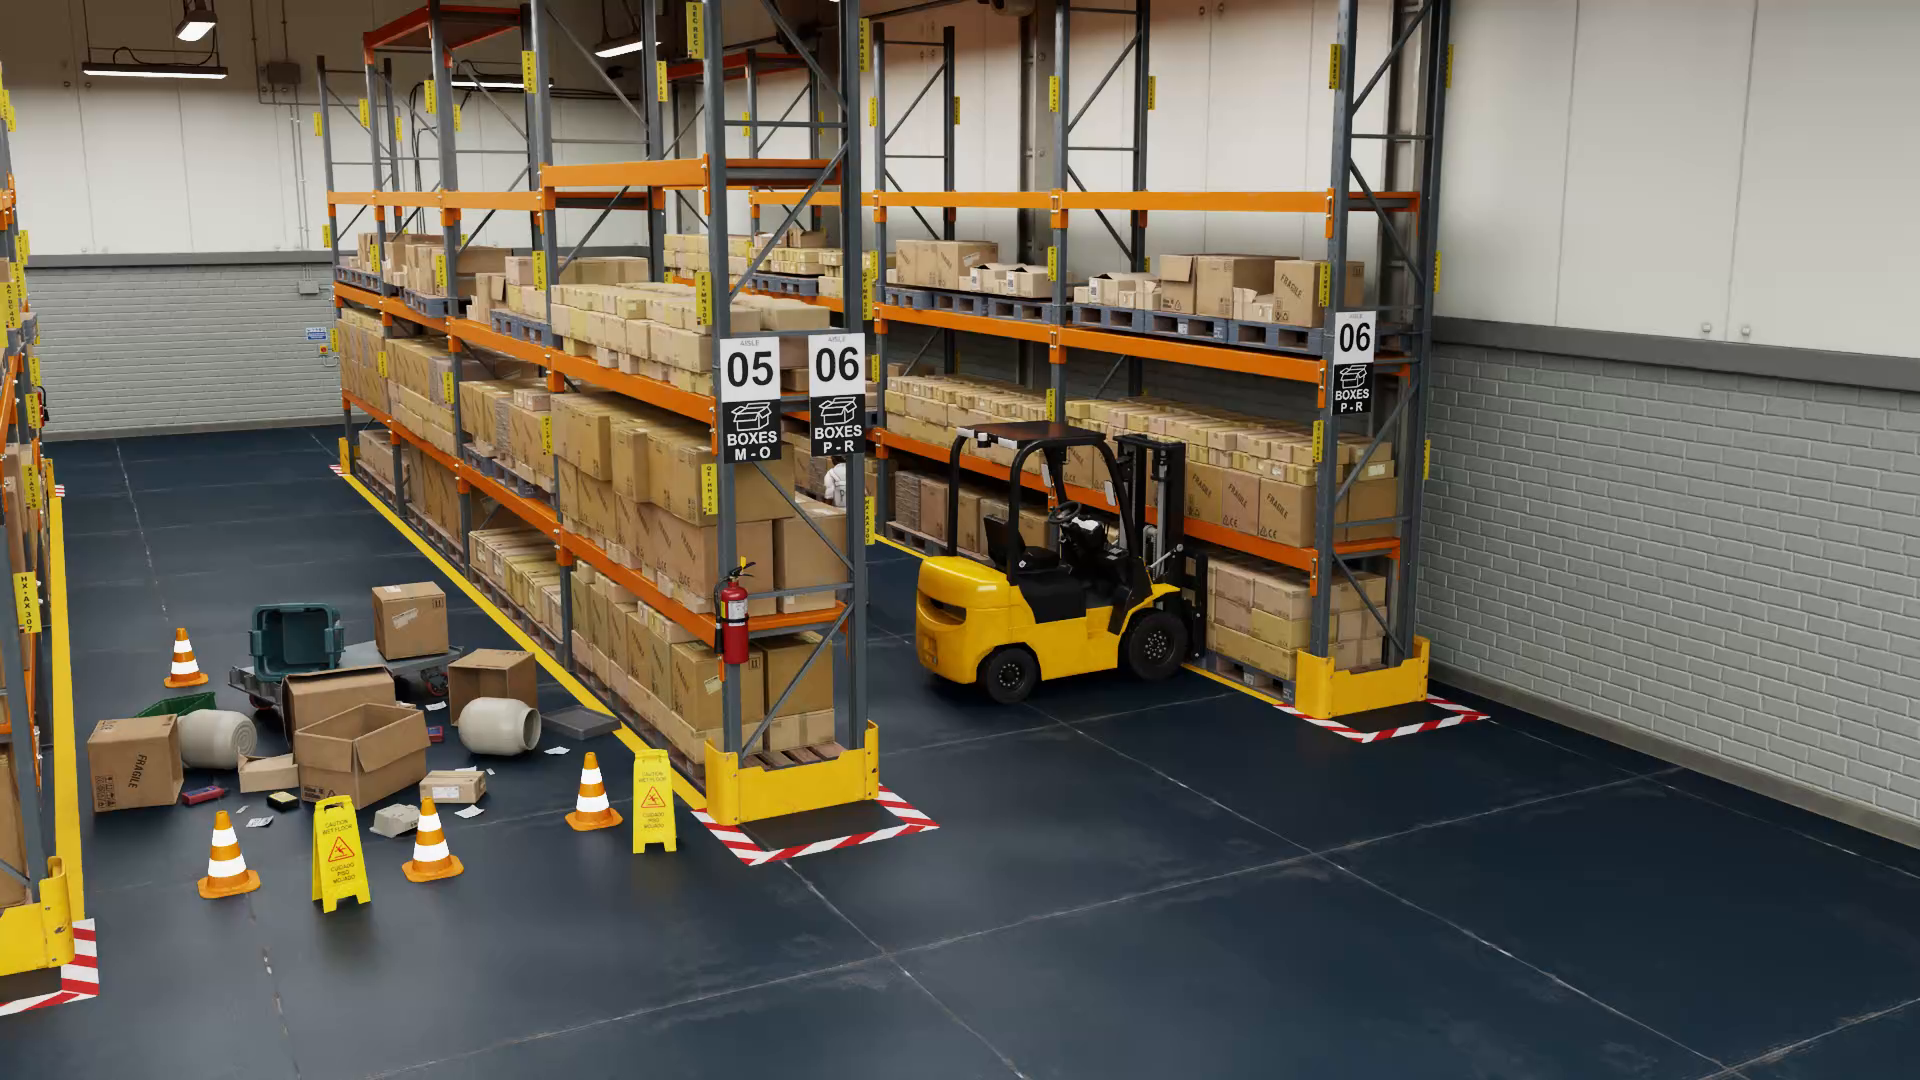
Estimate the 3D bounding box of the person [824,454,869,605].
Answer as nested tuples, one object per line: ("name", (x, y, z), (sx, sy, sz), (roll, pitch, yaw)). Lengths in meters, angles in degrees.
("person", (-1.144, -0.151, 16.680), (0.507, 1.659, 0.415), (-6, 13, -28))
